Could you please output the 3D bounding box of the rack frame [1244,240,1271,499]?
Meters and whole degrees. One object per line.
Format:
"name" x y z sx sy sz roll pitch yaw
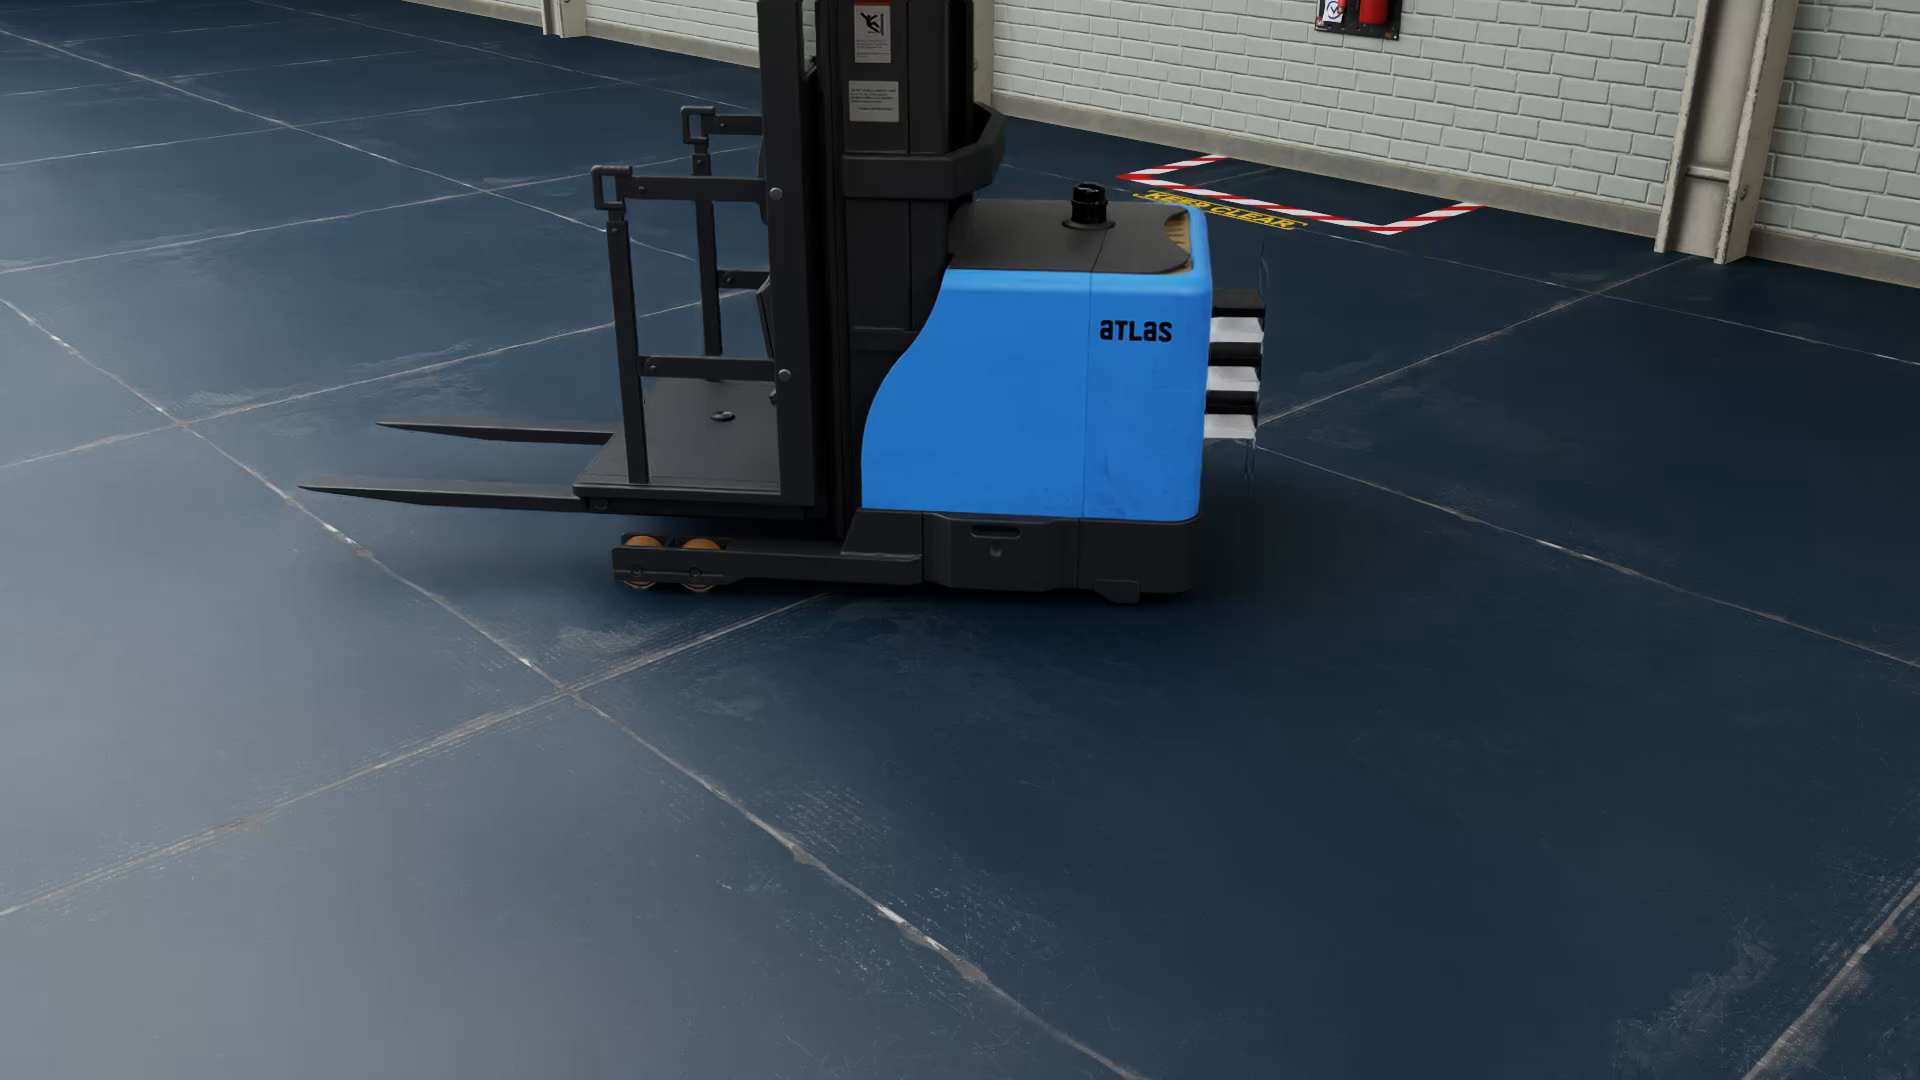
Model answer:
"rack frame" 1.070 -0.608 5.998 0.006 0.900 0.240 1 25 3

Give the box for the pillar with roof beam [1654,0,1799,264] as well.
"pillar with roof beam" 0.979 -4.472 4.711 9.100 9.000 0.400 -21 32 -38

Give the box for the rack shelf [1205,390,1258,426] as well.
"rack shelf" 0.969 -0.498 6.054 0.200 0.077 0.258 1 25 3

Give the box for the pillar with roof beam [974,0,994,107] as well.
"pillar with roof beam" -3.122 -6.290 8.696 9.100 9.000 0.400 -21 32 -38

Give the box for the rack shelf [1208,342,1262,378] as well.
"rack shelf" 0.969 -0.662 5.980 0.200 0.077 0.258 1 25 3

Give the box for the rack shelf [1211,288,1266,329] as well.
"rack shelf" 0.969 -0.825 5.905 0.200 0.077 0.258 1 25 3

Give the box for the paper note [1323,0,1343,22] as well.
"paper note" 2.390 -3.396 10.641 0.016 0.148 0.142 -21 32 -38

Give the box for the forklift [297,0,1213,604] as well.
"forklift" -0.700 -1.382 5.248 3.031 2.935 1.130 3 25 6

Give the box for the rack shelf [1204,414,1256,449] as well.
"rack shelf" 0.969 -0.416 6.092 0.200 0.077 0.258 1 25 3

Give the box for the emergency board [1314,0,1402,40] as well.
"emergency board" 2.461 -3.724 10.298 0.194 1.169 0.643 -21 32 -38

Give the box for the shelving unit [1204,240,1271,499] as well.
"shelving unit" 0.969 -0.610 6.003 0.210 0.900 0.258 1 25 3

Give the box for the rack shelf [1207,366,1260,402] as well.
"rack shelf" 0.969 -0.580 6.017 0.200 0.077 0.258 1 25 3

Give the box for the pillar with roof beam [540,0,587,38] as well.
"pillar with roof beam" -7.223 -8.108 12.680 9.100 9.000 0.400 -21 32 -38

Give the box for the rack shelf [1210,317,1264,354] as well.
"rack shelf" 0.969 -0.744 5.942 0.200 0.077 0.258 1 25 3
